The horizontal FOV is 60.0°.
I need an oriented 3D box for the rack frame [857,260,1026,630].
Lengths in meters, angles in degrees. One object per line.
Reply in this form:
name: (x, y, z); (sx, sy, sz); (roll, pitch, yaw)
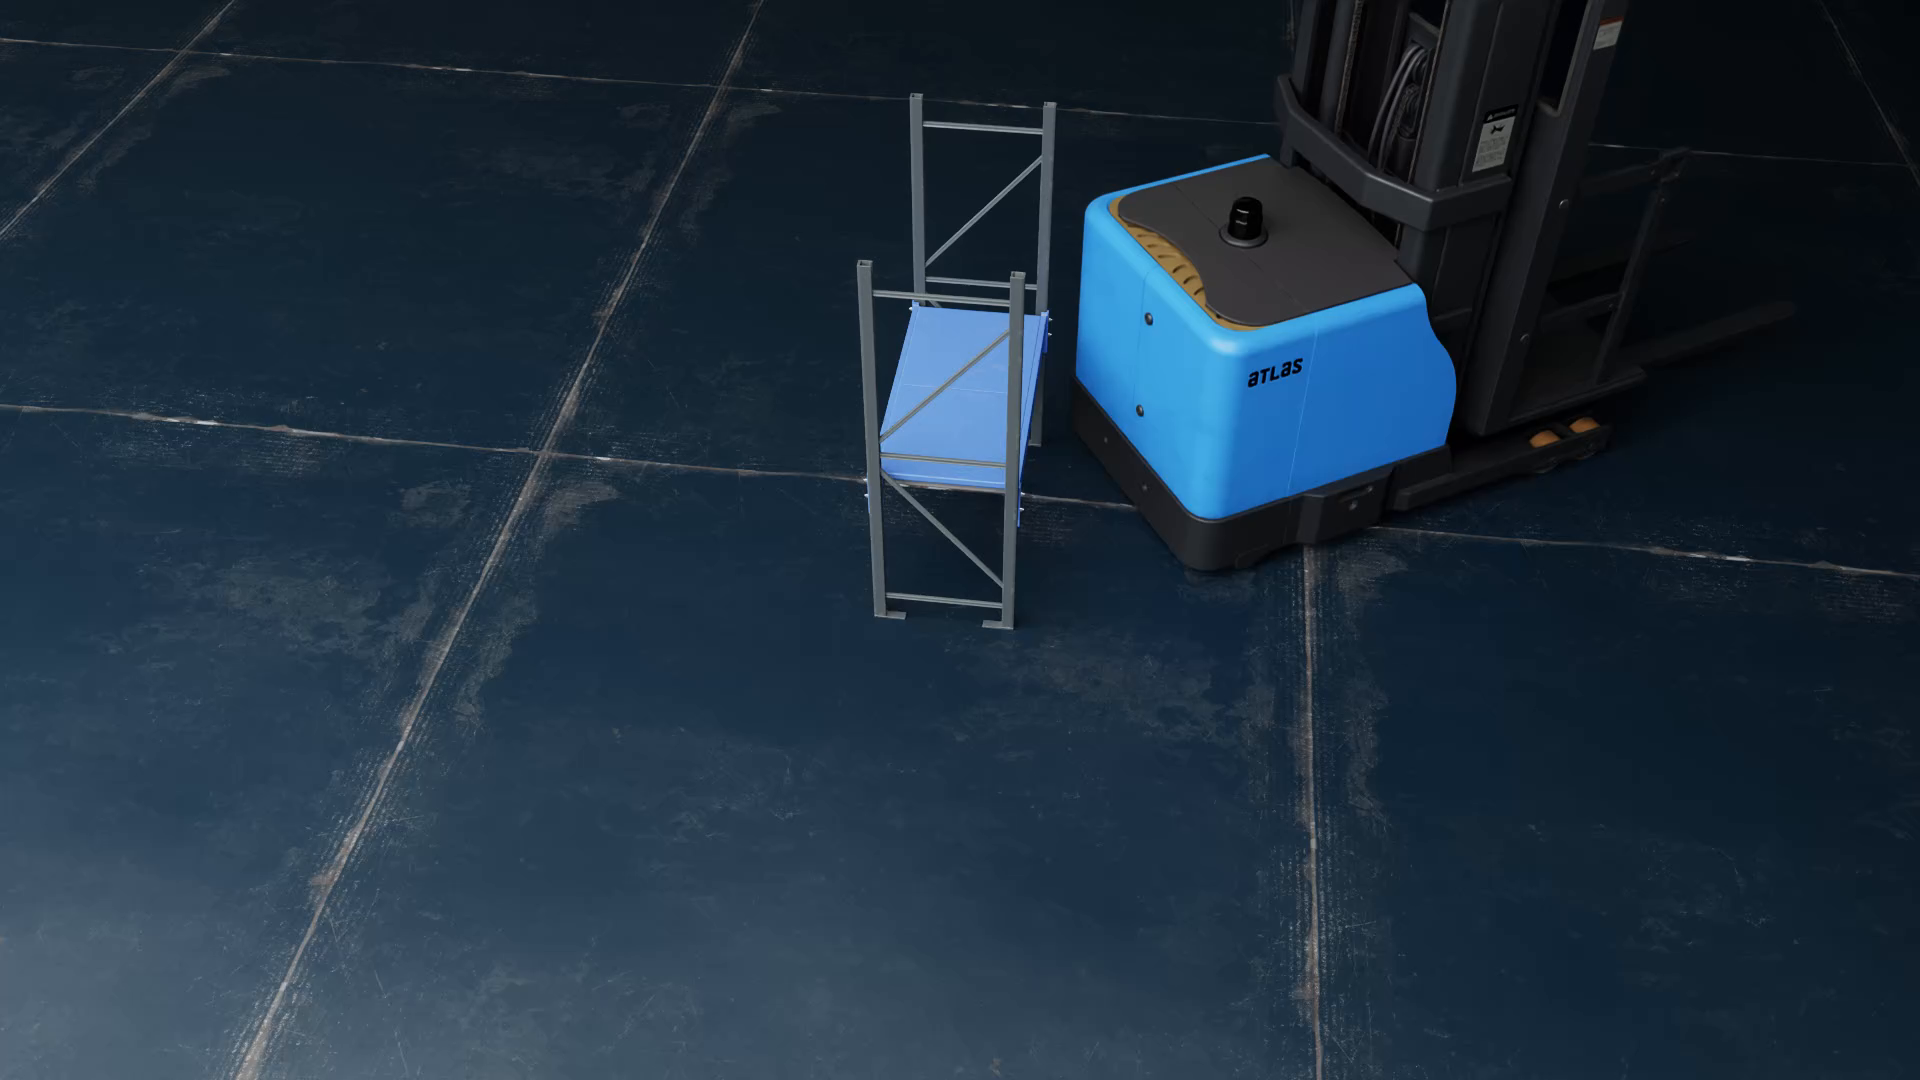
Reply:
rack frame: (-0.056, -0.256, 5.430); (0.500, 1.500, 0.032); (5, 44, 6)

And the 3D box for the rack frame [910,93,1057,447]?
rack frame: (0.078, -0.949, 6.162); (0.500, 1.500, 0.032); (5, 44, 6)

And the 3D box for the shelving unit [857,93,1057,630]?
shelving unit: (0.011, -0.603, 5.796); (0.538, 1.500, 1.048); (5, 44, 6)

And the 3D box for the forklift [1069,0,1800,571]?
forklift: (1.996, -1.640, 5.850); (3.031, 2.935, 1.130); (-18, 46, -18)

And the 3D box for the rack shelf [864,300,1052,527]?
rack shelf: (0.011, -0.472, 5.919); (0.538, 0.185, 1.000); (5, 44, 6)
